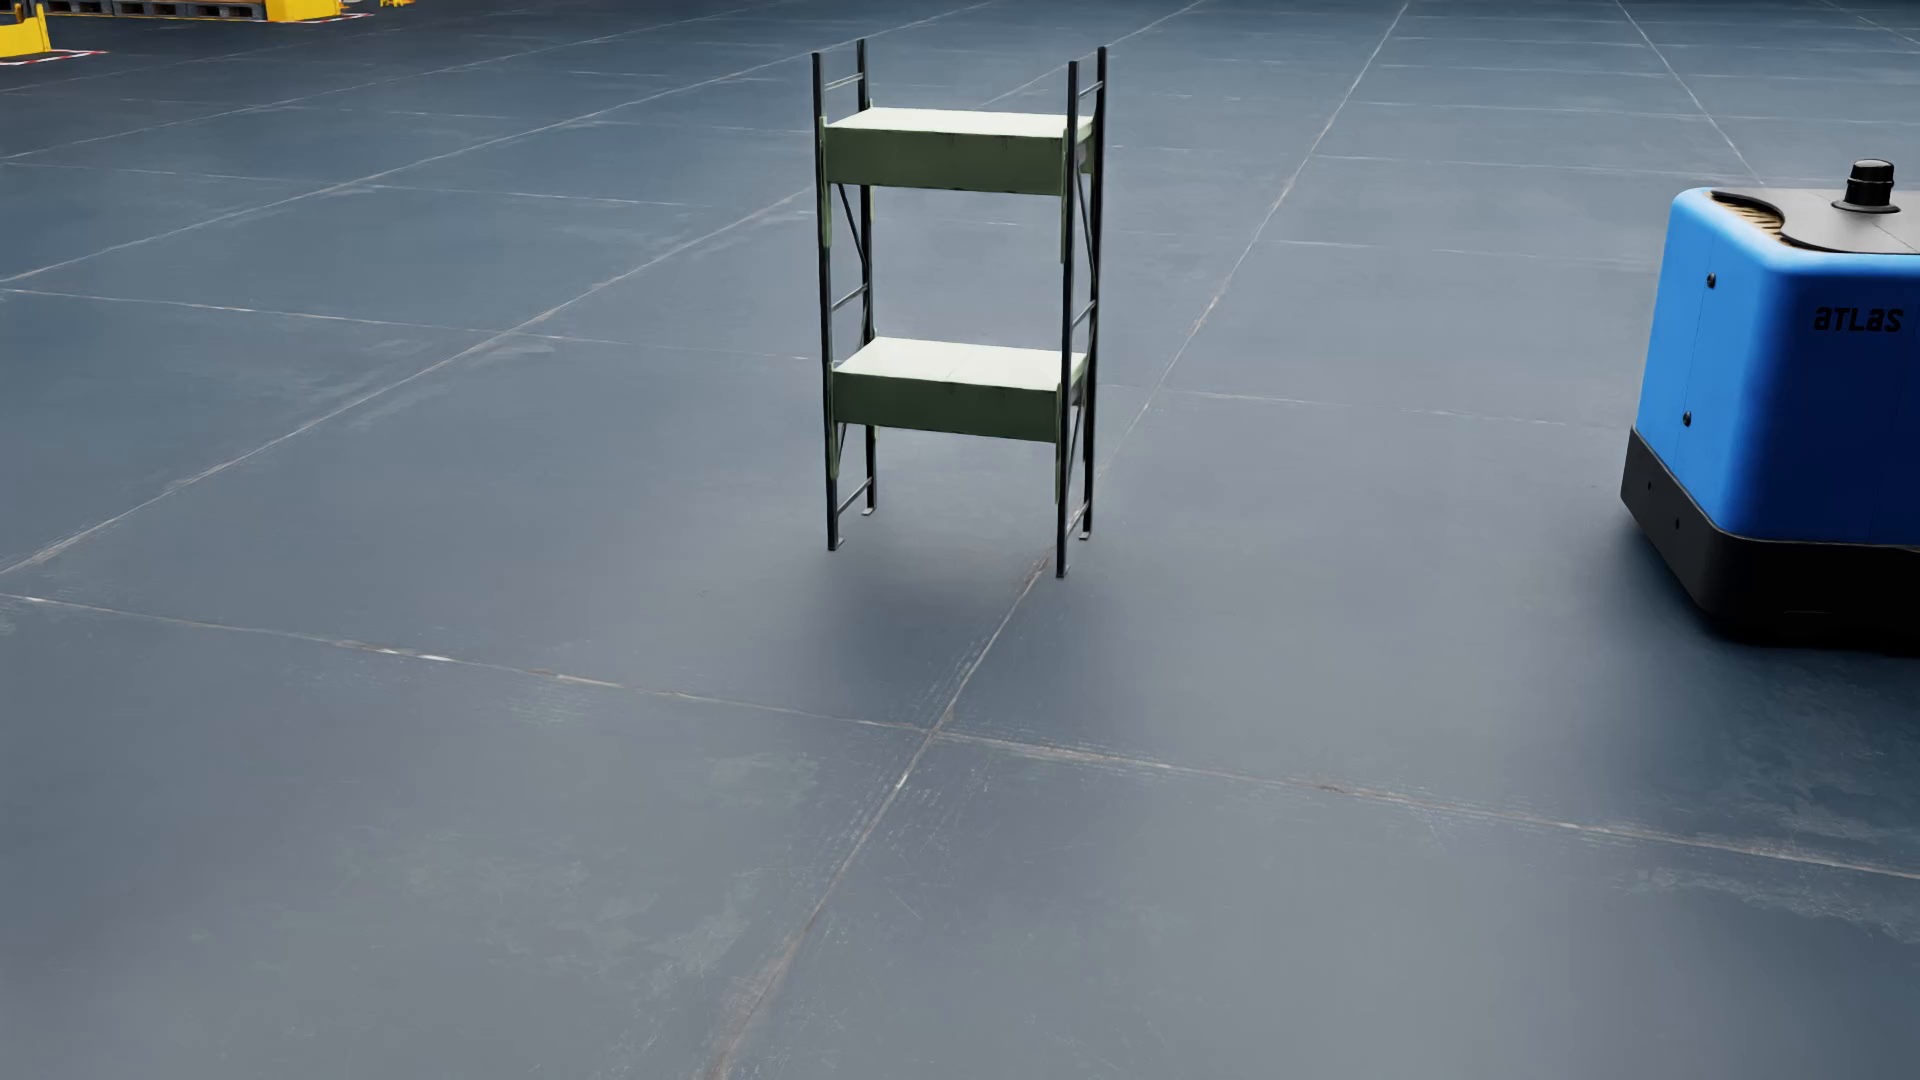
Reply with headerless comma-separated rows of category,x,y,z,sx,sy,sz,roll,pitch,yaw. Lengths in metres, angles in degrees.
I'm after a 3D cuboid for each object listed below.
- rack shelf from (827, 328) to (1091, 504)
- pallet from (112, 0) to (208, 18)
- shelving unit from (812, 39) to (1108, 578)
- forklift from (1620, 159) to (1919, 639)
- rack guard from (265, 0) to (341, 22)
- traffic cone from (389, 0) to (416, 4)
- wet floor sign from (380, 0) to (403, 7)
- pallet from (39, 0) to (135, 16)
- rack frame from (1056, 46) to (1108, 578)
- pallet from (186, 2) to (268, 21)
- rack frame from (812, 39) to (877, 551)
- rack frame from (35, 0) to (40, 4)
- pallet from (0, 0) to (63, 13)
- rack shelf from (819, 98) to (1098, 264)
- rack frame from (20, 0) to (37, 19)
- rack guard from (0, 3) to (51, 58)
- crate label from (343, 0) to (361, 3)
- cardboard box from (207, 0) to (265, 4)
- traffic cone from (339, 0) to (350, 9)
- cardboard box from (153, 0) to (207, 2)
rack shelf,0.006,-0.392,5.107,0.720,0.370,0.431,7,23,16
pallet,-10.845,-7.369,22.956,1.213,0.211,1.003,7,23,15
shelving unit,0.006,-0.693,4.984,0.755,1.500,0.431,7,23,16
forklift,3.608,-1.202,4.338,3.031,2.935,1.130,2,22,6
rack guard,-8.870,-7.306,22.422,0.348,0.500,1.175,7,23,16
traffic cone,-8.339,-8.239,24.745,0.334,0.463,0.336,7,23,16
wet floor sign,-8.293,-8.092,24.147,0.232,0.644,0.267,3,22,6
pallet,-12.017,-7.502,23.280,1.213,0.211,1.003,7,23,15
rack frame,0.357,-0.653,4.886,0.023,1.500,0.400,7,23,16
pallet,-9.681,-7.234,22.628,1.213,0.211,1.003,7,23,15
rack frame,-0.344,-0.733,5.081,0.023,1.500,0.400,7,23,16
rack frame,-12.722,-8.904,23.023,0.127,3.000,1.000,7,23,16
pallet,-13.483,-7.671,23.692,1.213,0.211,1.003,7,23,16
rack shelf,0.006,-1.054,4.836,0.720,0.370,0.431,7,23,16
rack frame,-10.422,-6.674,17.588,0.127,3.000,1.000,7,23,16
rack guard,-10.495,-5.526,18.083,0.348,0.500,1.175,7,23,16
crate label,-9.109,-8.152,24.962,0.298,0.136,0.250,-5,23,-12
cardboard box,-9.561,-7.727,22.400,0.875,0.875,0.875,7,23,16
traffic cone,-8.991,-7.865,23.835,0.334,0.463,0.336,7,23,16
cardboard box,-10.404,-7.822,22.634,0.875,0.875,0.875,6,23,15
